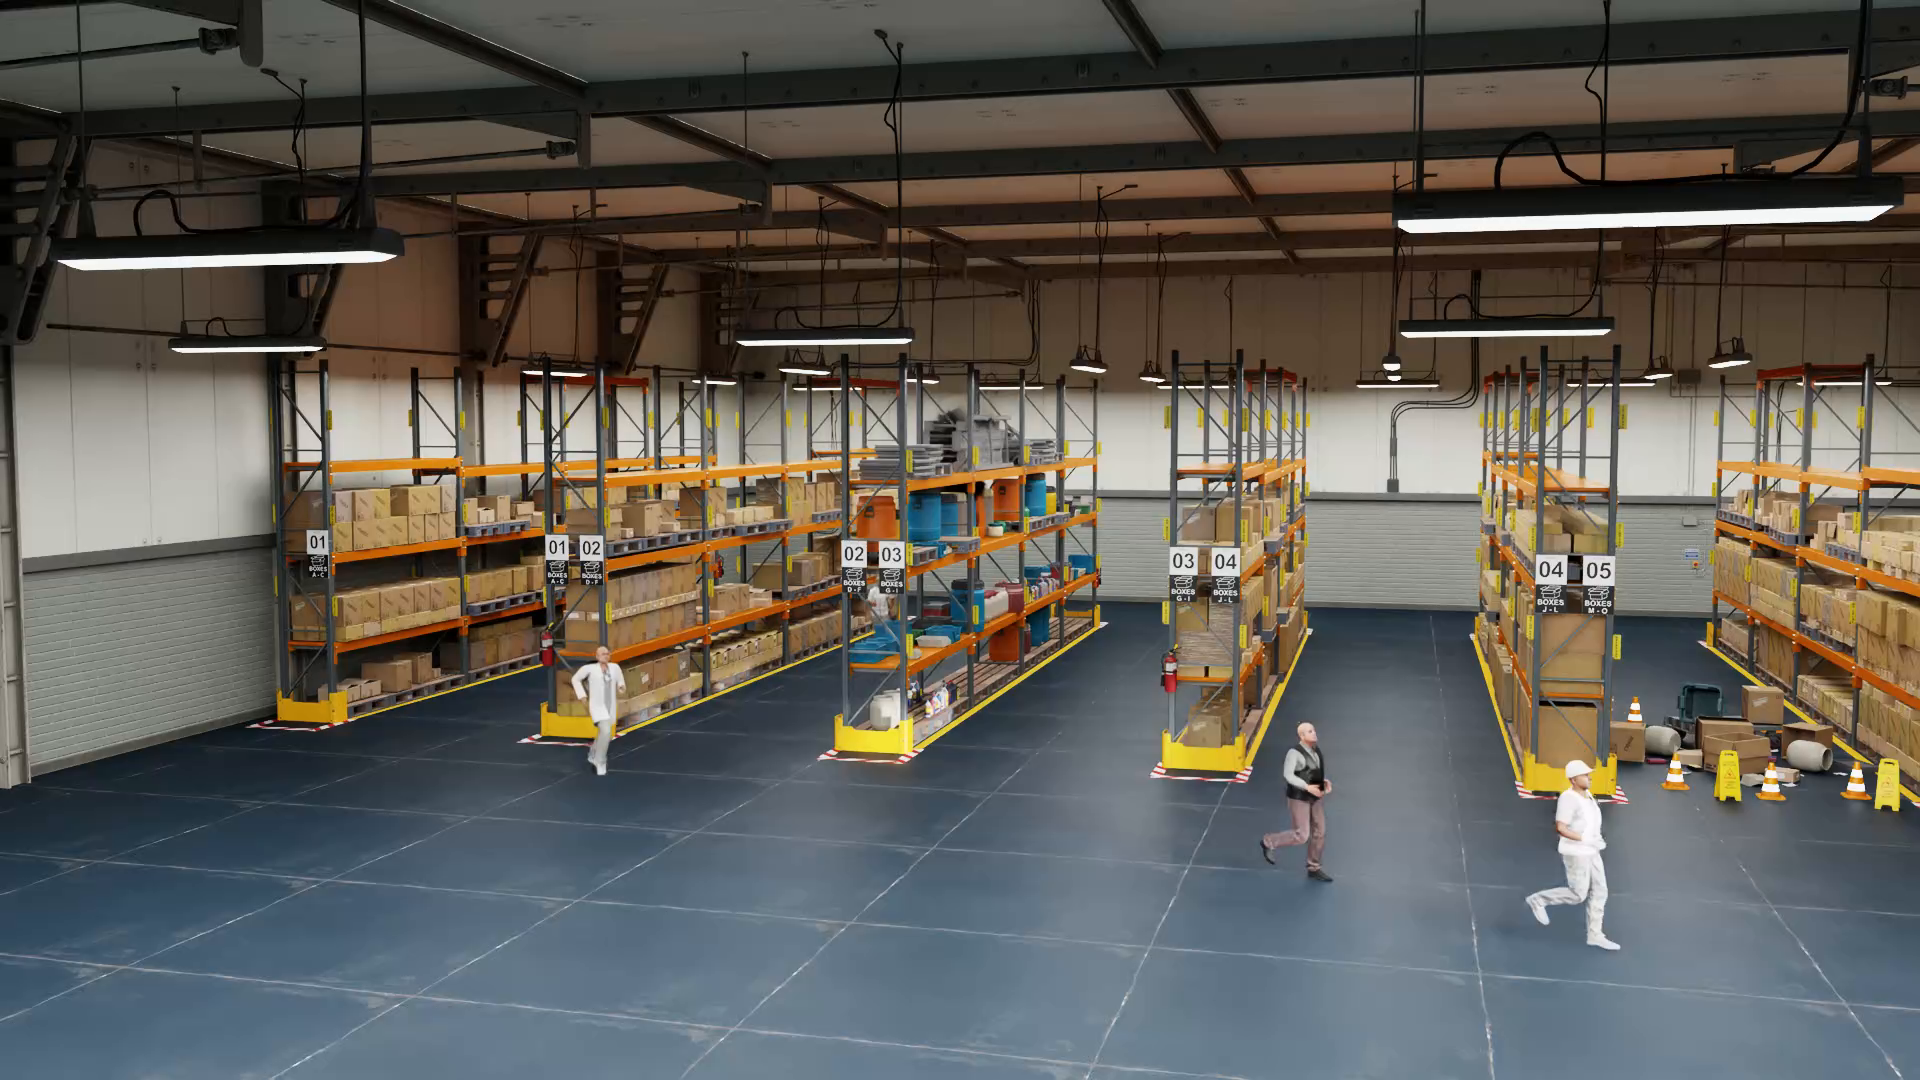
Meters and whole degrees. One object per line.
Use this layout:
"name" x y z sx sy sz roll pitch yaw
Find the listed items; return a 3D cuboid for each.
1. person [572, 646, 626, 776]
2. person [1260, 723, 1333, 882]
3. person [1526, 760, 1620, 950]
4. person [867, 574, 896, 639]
"person" -5.081 2.423 23.687 0.841 1.830 0.689 4 6 44
"person" 3.750 2.851 18.284 0.821 1.720 0.669 4 6 44
"person" 5.891 2.979 15.898 0.878 1.766 0.681 4 5 41
"person" -1.553 1.519 32.447 0.581 1.744 0.818 0 4 0
